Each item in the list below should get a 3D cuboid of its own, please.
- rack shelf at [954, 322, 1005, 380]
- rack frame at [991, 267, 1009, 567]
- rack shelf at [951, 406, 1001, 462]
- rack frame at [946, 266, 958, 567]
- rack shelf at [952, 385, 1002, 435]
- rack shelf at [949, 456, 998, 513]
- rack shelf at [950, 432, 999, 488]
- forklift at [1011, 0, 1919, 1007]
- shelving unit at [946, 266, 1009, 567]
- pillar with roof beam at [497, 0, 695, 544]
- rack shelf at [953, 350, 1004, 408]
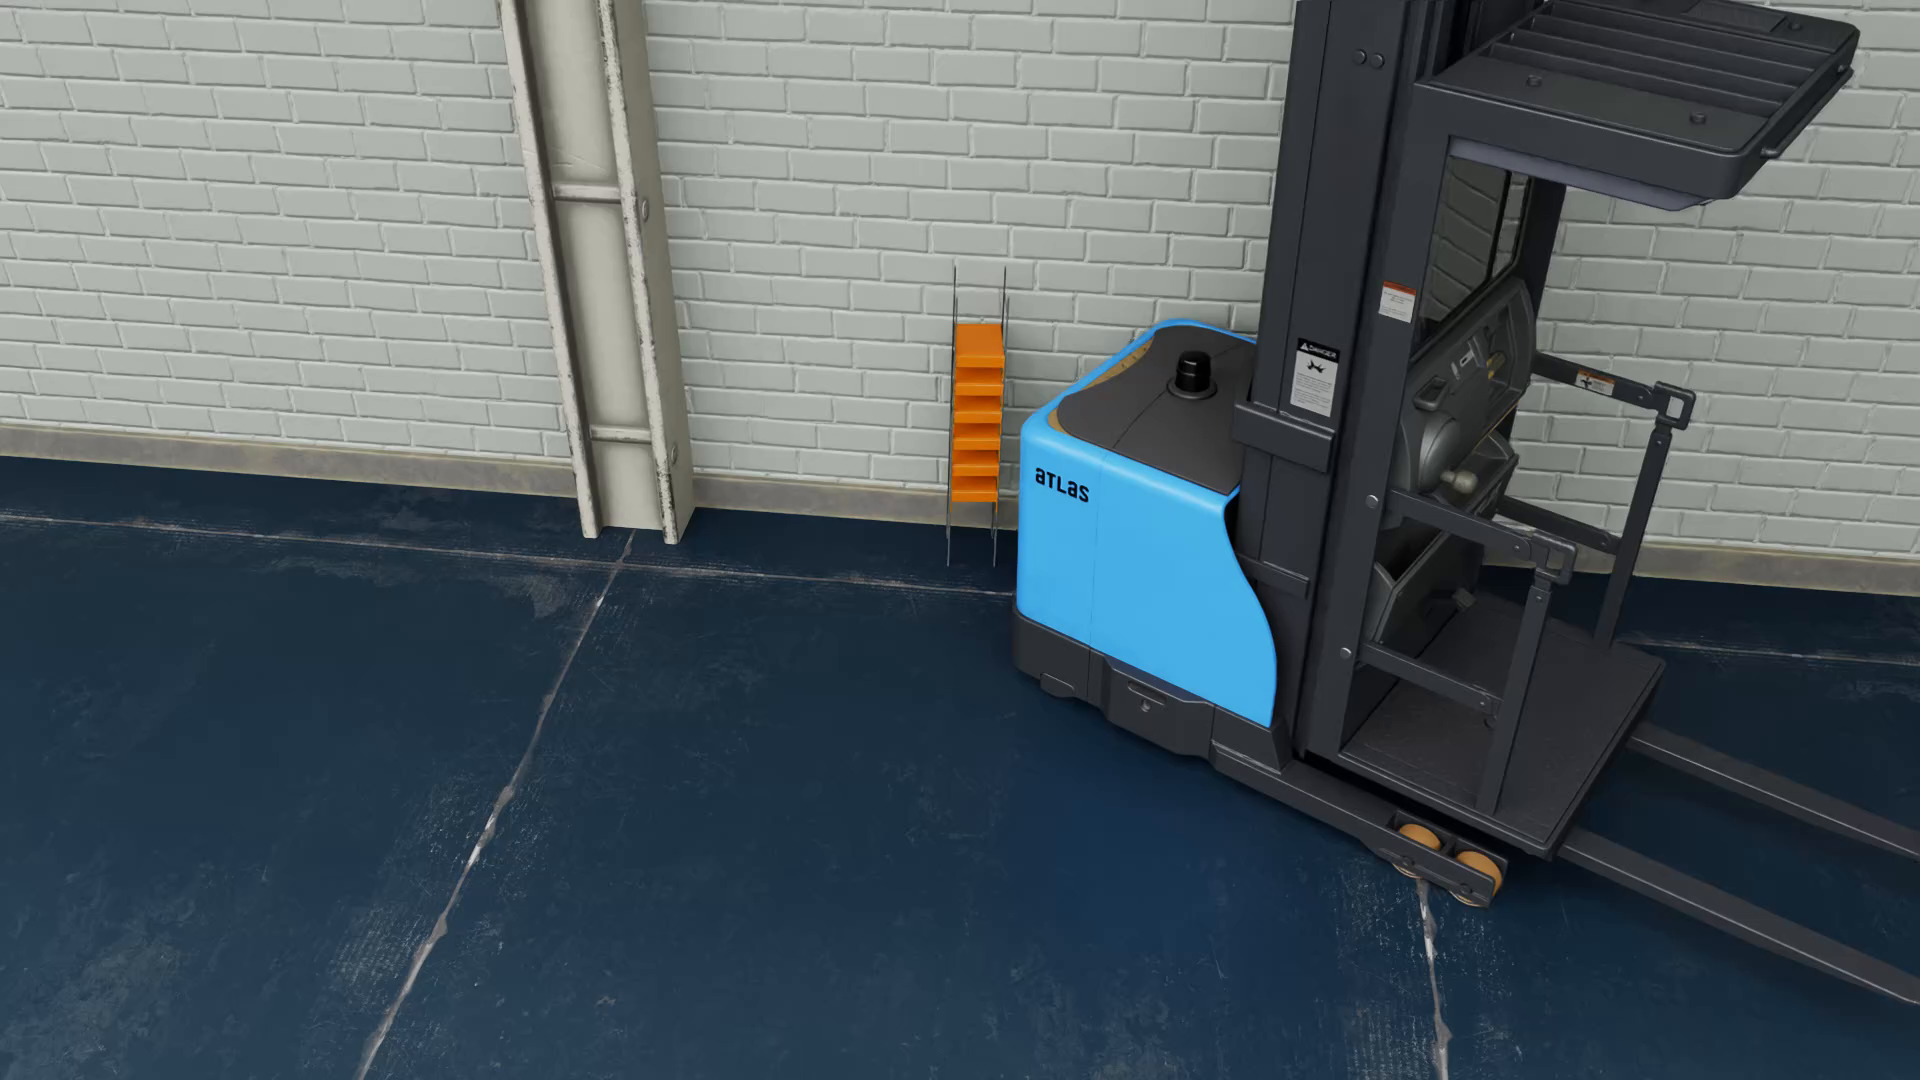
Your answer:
[{"bbox_3d":[0.069,-0.700,6.145,0.180,0.103,0.258,0,37,-2],"label":"rack shelf"},{"bbox_3d":[0.151,-0.446,6.338,0.006,1.200,0.240,0,37,-2],"label":"rack frame"},{"bbox_3d":[0.058,-0.411,6.360,0.180,0.103,0.258,0,37,-2],"label":"rack shelf"},{"bbox_3d":[-0.032,-0.448,6.330,0.006,1.200,0.240,0,37,-2],"label":"rack frame"},{"bbox_3d":[0.062,-0.508,6.289,0.180,0.103,0.258,0,37,-2],"label":"rack shelf"},{"bbox_3d":[0.051,-0.219,6.504,0.180,0.103,0.258,0,37,-2],"label":"rack shelf"},{"bbox_3d":[0.054,-0.315,6.432,0.180,0.103,0.258,0,37,-2],"label":"rack shelf"},{"bbox_3d":[1.666,-0.411,4.803,3.031,2.935,1.130,24,42,29],"label":"forklift"},{"bbox_3d":[0.059,-0.447,6.334,0.189,1.200,0.258,0,37,-2],"label":"shelving unit"},{"bbox_3d":[-1.866,-1.268,0.781,0.400,9.000,9.100,4,36,6],"label":"pillar with roof beam"},{"bbox_3d":[0.065,-0.604,6.217,0.180,0.103,0.258,0,37,-2],"label":"rack shelf"}]
